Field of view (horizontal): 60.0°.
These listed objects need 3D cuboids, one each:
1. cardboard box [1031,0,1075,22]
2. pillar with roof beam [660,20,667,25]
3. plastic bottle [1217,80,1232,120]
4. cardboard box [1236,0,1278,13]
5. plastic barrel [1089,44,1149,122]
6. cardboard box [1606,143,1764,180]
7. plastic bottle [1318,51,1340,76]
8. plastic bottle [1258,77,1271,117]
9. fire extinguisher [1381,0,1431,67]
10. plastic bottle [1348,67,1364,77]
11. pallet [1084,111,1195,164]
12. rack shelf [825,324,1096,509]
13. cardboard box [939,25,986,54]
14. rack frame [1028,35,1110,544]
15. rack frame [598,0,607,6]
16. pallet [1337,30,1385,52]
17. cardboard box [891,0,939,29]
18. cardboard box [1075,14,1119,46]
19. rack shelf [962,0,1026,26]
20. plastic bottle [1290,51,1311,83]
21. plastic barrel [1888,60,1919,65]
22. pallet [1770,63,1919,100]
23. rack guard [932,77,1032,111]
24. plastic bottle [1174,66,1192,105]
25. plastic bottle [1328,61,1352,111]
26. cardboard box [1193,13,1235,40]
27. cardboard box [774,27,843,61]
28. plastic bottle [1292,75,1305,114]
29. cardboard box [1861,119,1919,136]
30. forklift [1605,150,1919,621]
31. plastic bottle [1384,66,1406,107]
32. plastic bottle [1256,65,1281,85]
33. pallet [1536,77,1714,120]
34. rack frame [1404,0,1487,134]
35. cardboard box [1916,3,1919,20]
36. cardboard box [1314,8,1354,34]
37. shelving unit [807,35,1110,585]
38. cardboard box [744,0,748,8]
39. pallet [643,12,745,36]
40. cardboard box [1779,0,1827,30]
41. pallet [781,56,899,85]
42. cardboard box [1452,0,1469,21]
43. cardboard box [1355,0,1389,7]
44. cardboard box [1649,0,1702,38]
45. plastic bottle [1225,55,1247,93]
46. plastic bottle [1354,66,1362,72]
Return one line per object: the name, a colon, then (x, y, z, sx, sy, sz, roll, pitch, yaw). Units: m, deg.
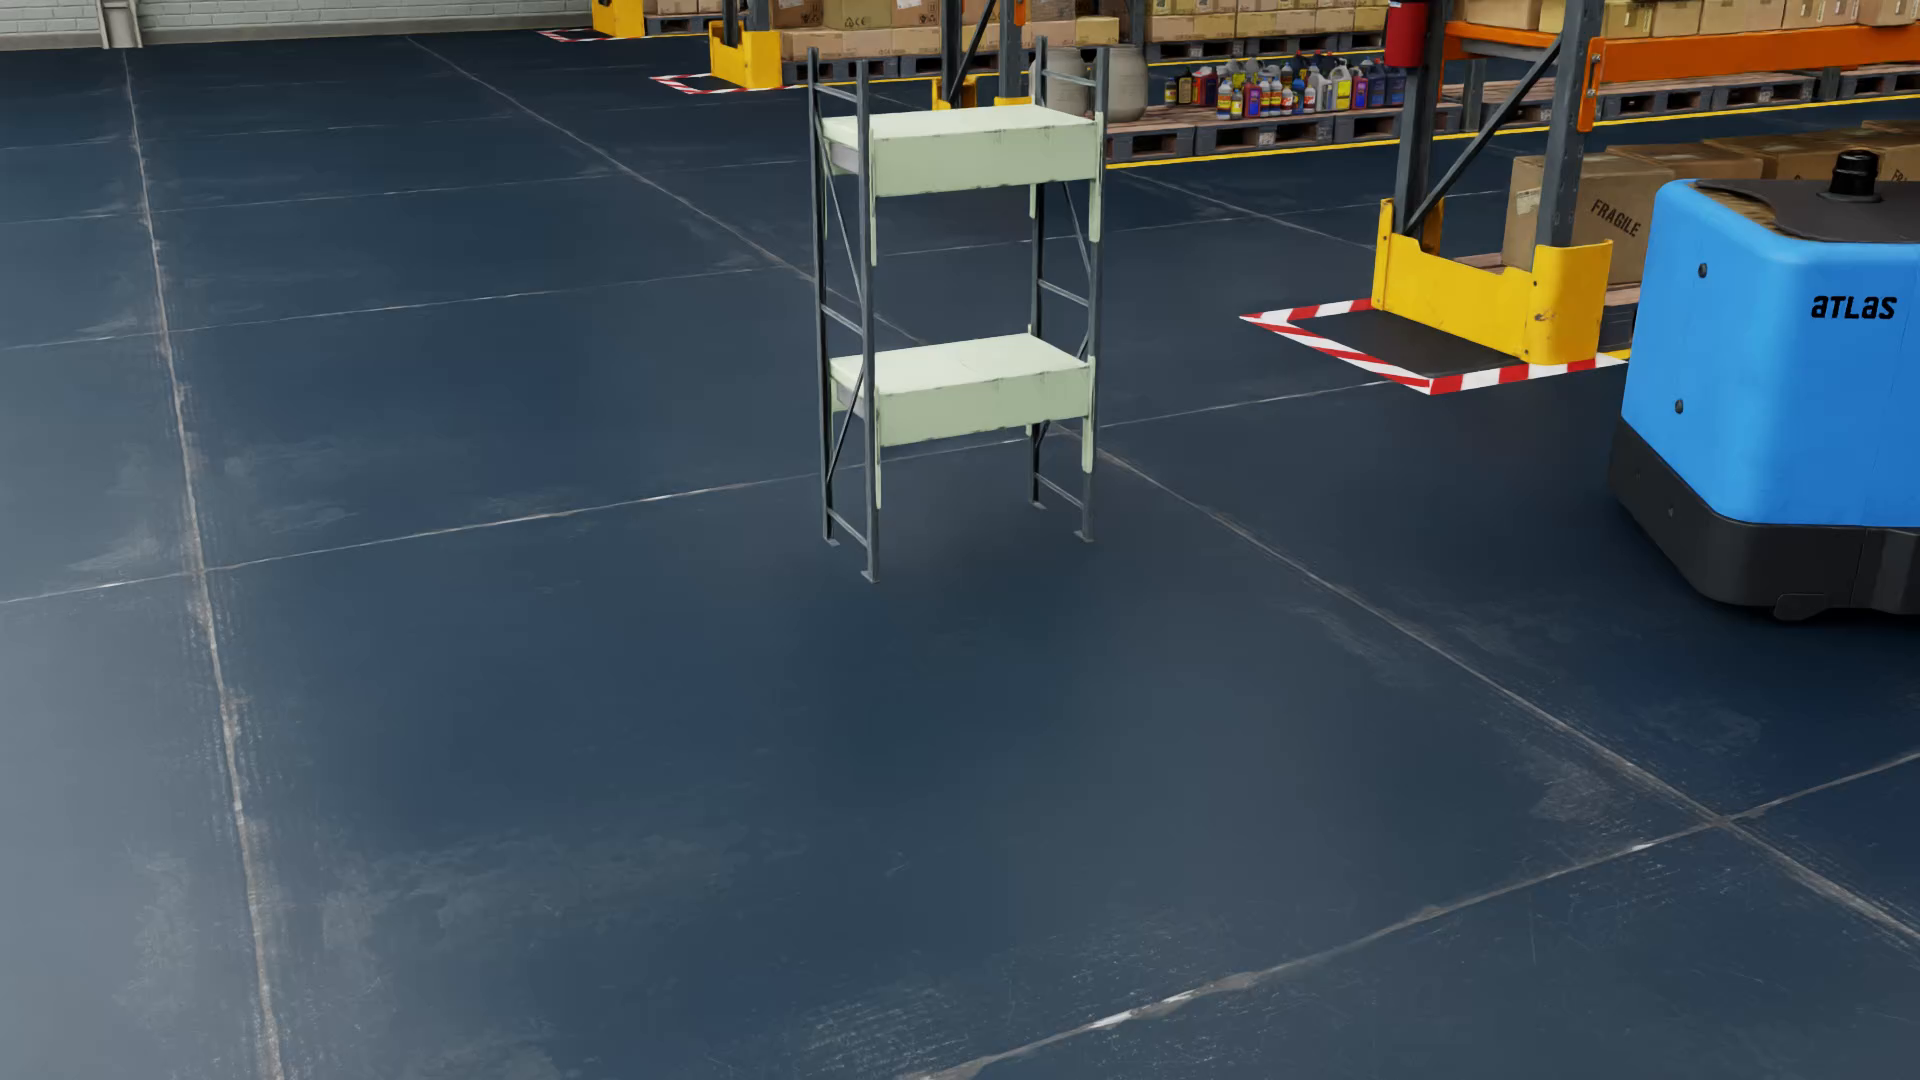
cardboard box: (0.818, -5.449, 16.556, 0.500, 0.500, 0.500, -10, 25, -24)
pillar with roof beam: (-2.037, -9.155, 15.601, 0.400, 9.000, 9.100, -10, 25, -24)
plastic bottle: (1.906, -3.174, 11.989, 0.097, 0.271, 0.097, 0, 22, 0)
cardboard box: (2.996, -5.743, 17.514, 0.500, 0.311, 0.500, -11, 25, -25)
plastic barrel: (1.149, -3.302, 12.008, 0.421, 0.512, 0.421, 0, 22, 0)
cardboard box: (3.379, -1.579, 7.863, 0.500, 0.500, 0.500, -4, 23, -10)
plastic bottle: (2.897, -3.641, 13.012, 0.185, 0.351, 0.144, -10, 25, -24)
plastic bottle: (2.215, -3.231, 12.126, 0.097, 0.271, 0.097, 0, 22, 0)
fire extinguisher: (1.983, -2.436, 7.313, 0.183, 0.674, 0.296, -10, 25, -24)
plastic bottle: (3.027, -3.456, 12.662, 0.135, 0.276, 0.152, -10, 25, -24)
pallet: (0.920, -2.912, 12.008, 1.213, 0.211, 1.003, -10, 25, -24)
rack shelf: (-0.006, -0.391, 5.085, 0.720, 0.370, 0.431, -10, 25, -24)
cardboard box: (-0.075, -4.930, 16.285, 0.500, 0.250, 0.500, -10, 25, -24)
rack frame: (0.324, -0.753, 5.107, 0.023, 1.500, 0.400, -10, 25, -24)
rack frame: (-4.159, -7.453, 19.332, 0.127, 3.000, 1.000, -10, 25, -24)
pallet: (4.442, -5.662, 18.651, 1.213, 0.211, 1.003, -10, 25, -24)
cardboard box: (-0.533, -5.199, 15.954, 0.500, 0.500, 0.500, -10, 25, -24)
cardboard box: (1.274, -5.181, 16.890, 0.500, 0.250, 0.500, -10, 25, -24)
rack shelf: (1.940, -4.038, 12.023, 4.000, 0.370, 1.077, -10, 25, -24)
plastic bottle: (2.664, -3.659, 13.056, 0.185, 0.351, 0.144, -12, 25, -26)
plastic barrel: (8.797, -4.720, 15.334, 0.708, 0.588, 0.600, -10, 25, -24)
pallet: (8.038, -4.222, 15.174, 1.213, 0.211, 1.003, -10, 25, -24)
rack guard: (0.186, -2.912, 11.632, 0.348, 0.500, 1.175, -10, 25, -24)
plastic bottle: (1.700, -3.468, 12.683, 0.133, 0.283, 0.061, -10, 24, -22)
plastic bottle: (2.822, -3.390, 12.405, 0.185, 0.351, 0.144, -11, 25, -24)
cardboard box: (2.529, -5.399, 17.417, 0.500, 0.250, 0.500, -10, 24, -22)
cardboard box: (-1.428, -4.682, 15.685, 0.500, 0.250, 0.500, -10, 25, -24)
plastic bottle: (2.488, -3.282, 12.248, 0.097, 0.271, 0.097, 0, 22, 0)
cardboard box: (4.999, -1.884, 8.598, 0.500, 0.500, 0.500, -3, 23, -7)
forklift: (3.624, -1.273, 4.493, 3.031, 2.935, 1.130, 1, 23, 3)
plastic bottle: (3.286, -3.475, 12.612, 0.185, 0.351, 0.144, -11, 25, -25)
plastic bottle: (2.368, -3.507, 12.787, 0.135, 0.276, 0.152, -10, 25, -24)
pallet: (5.533, -3.761, 14.060, 1.213, 0.211, 1.003, -10, 25, -24)
rack frame: (3.742, -4.702, 12.687, 0.127, 3.000, 1.000, -10, 25, -24)
cardboard box: (4.207, -2.483, 7.655, 0.250, 0.149, 0.380, -10, 25, -24)
cardboard box: (3.915, -5.656, 18.039, 0.500, 0.250, 0.500, -10, 24, -22)
shelving unit: (-0.006, -0.692, 4.960, 0.755, 1.500, 0.431, -10, 25, -24)
cardboard box: (-2.300, -6.784, 20.409, 0.500, 0.500, 0.700, -12, 25, -27)
pallet: (-3.343, -6.299, 20.192, 1.213, 0.211, 1.003, -10, 25, -24)
cardboard box: (3.556, -2.339, 7.308, 0.250, 0.149, 0.380, -10, 25, -24)
pallet: (-1.337, -4.599, 16.084, 1.213, 0.211, 1.003, -10, 25, -24)
cardboard box: (5.735, -6.098, 18.754, 0.500, 0.500, 0.500, -9, 24, -21)
cardboard box: (4.370, -5.996, 18.125, 0.500, 0.311, 0.500, -11, 25, -24)
cardboard box: (2.879, -2.215, 7.009, 0.250, 0.149, 0.380, -10, 25, -24)
plastic bottle: (2.114, -3.558, 12.811, 0.185, 0.351, 0.144, -9, 24, -21)
plastic bottle: (3.173, -3.694, 13.335, 0.097, 0.201, 0.097, 0, 22, 0)
